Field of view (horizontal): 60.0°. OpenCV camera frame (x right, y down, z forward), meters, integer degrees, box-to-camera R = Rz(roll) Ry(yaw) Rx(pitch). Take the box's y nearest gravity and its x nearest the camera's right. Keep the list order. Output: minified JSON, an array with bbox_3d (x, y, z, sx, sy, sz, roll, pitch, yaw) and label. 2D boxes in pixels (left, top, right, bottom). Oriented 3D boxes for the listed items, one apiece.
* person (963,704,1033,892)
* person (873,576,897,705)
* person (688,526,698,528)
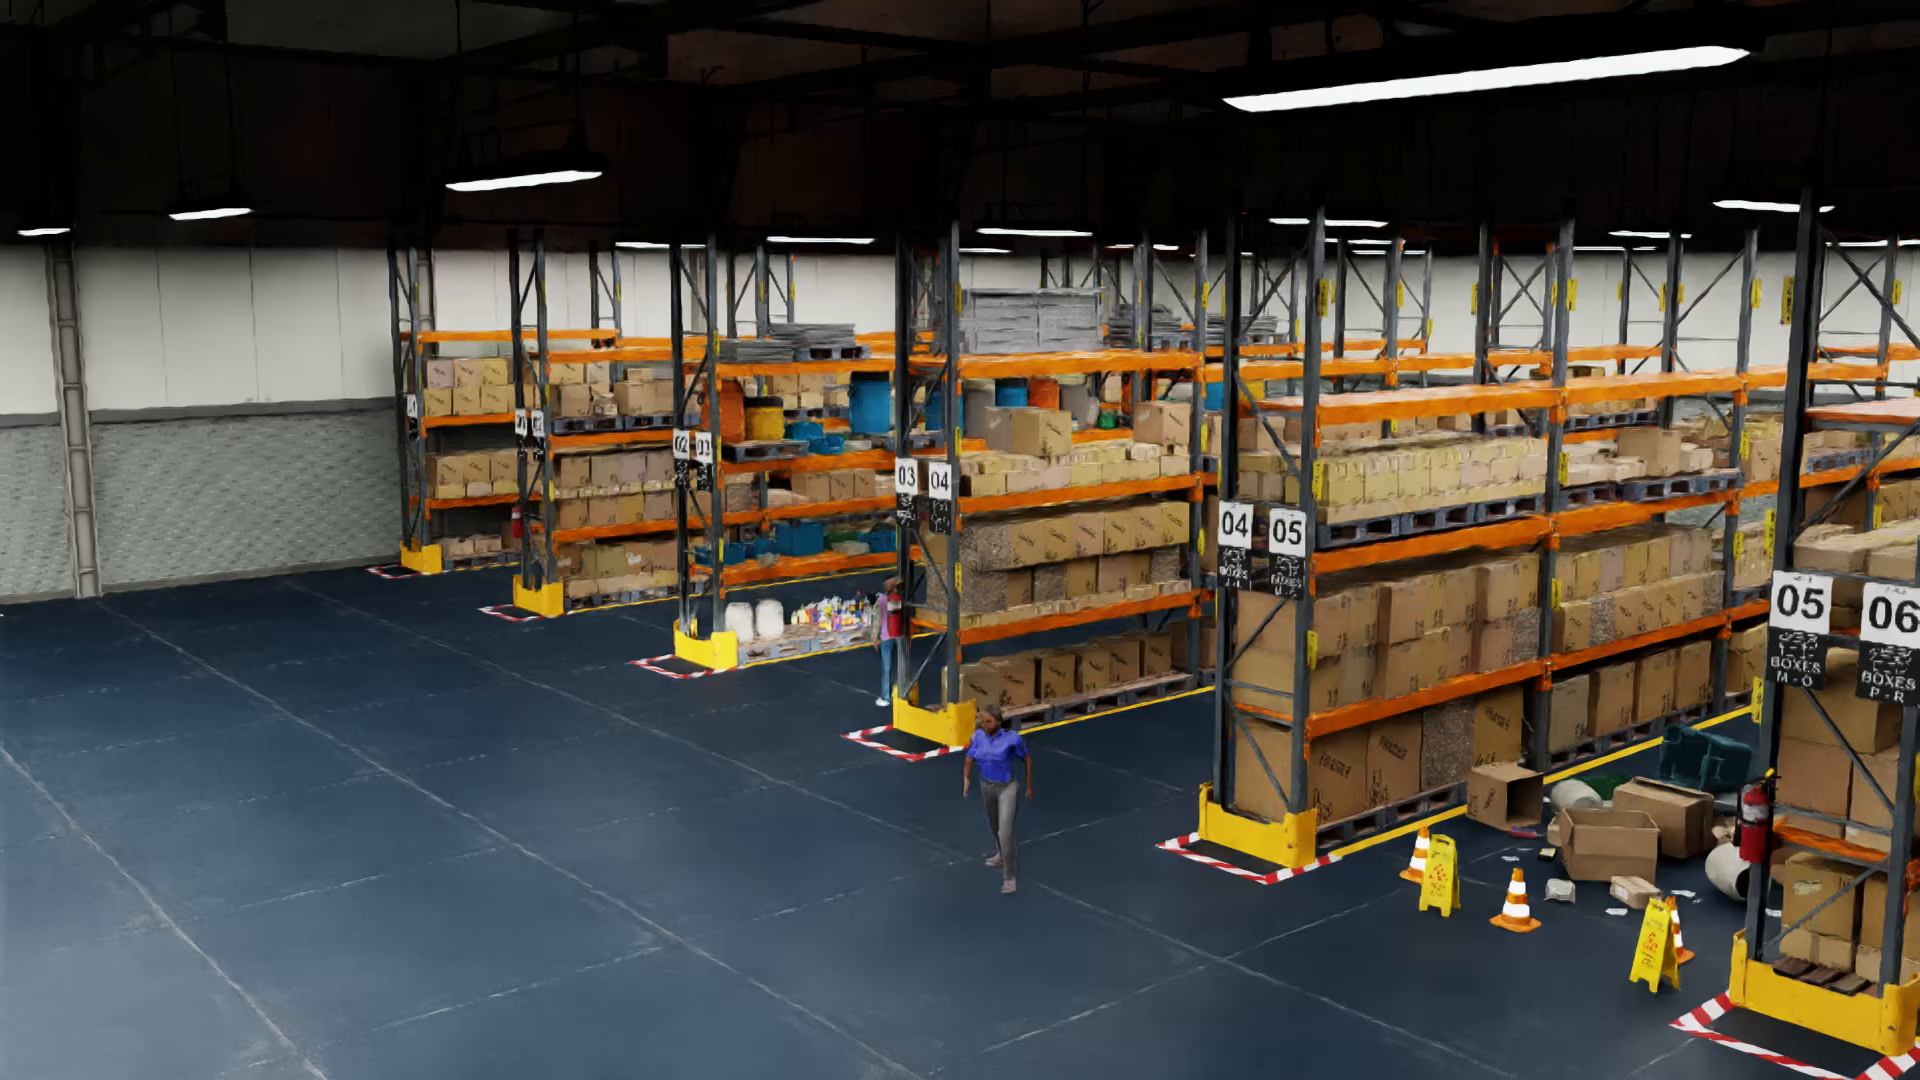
[{"bbox_3d":[0.375,2.170,14.458,0.622,1.591,0.822,6,11,33],"label":"person"},{"bbox_3d":[-0.843,1.228,20.516,0.467,1.599,0.450,-1,9,-9],"label":"person"},{"bbox_3d":[-4.859,-0.315,30.215,1.126,1.675,0.542,-7,11,-37],"label":"person"}]
